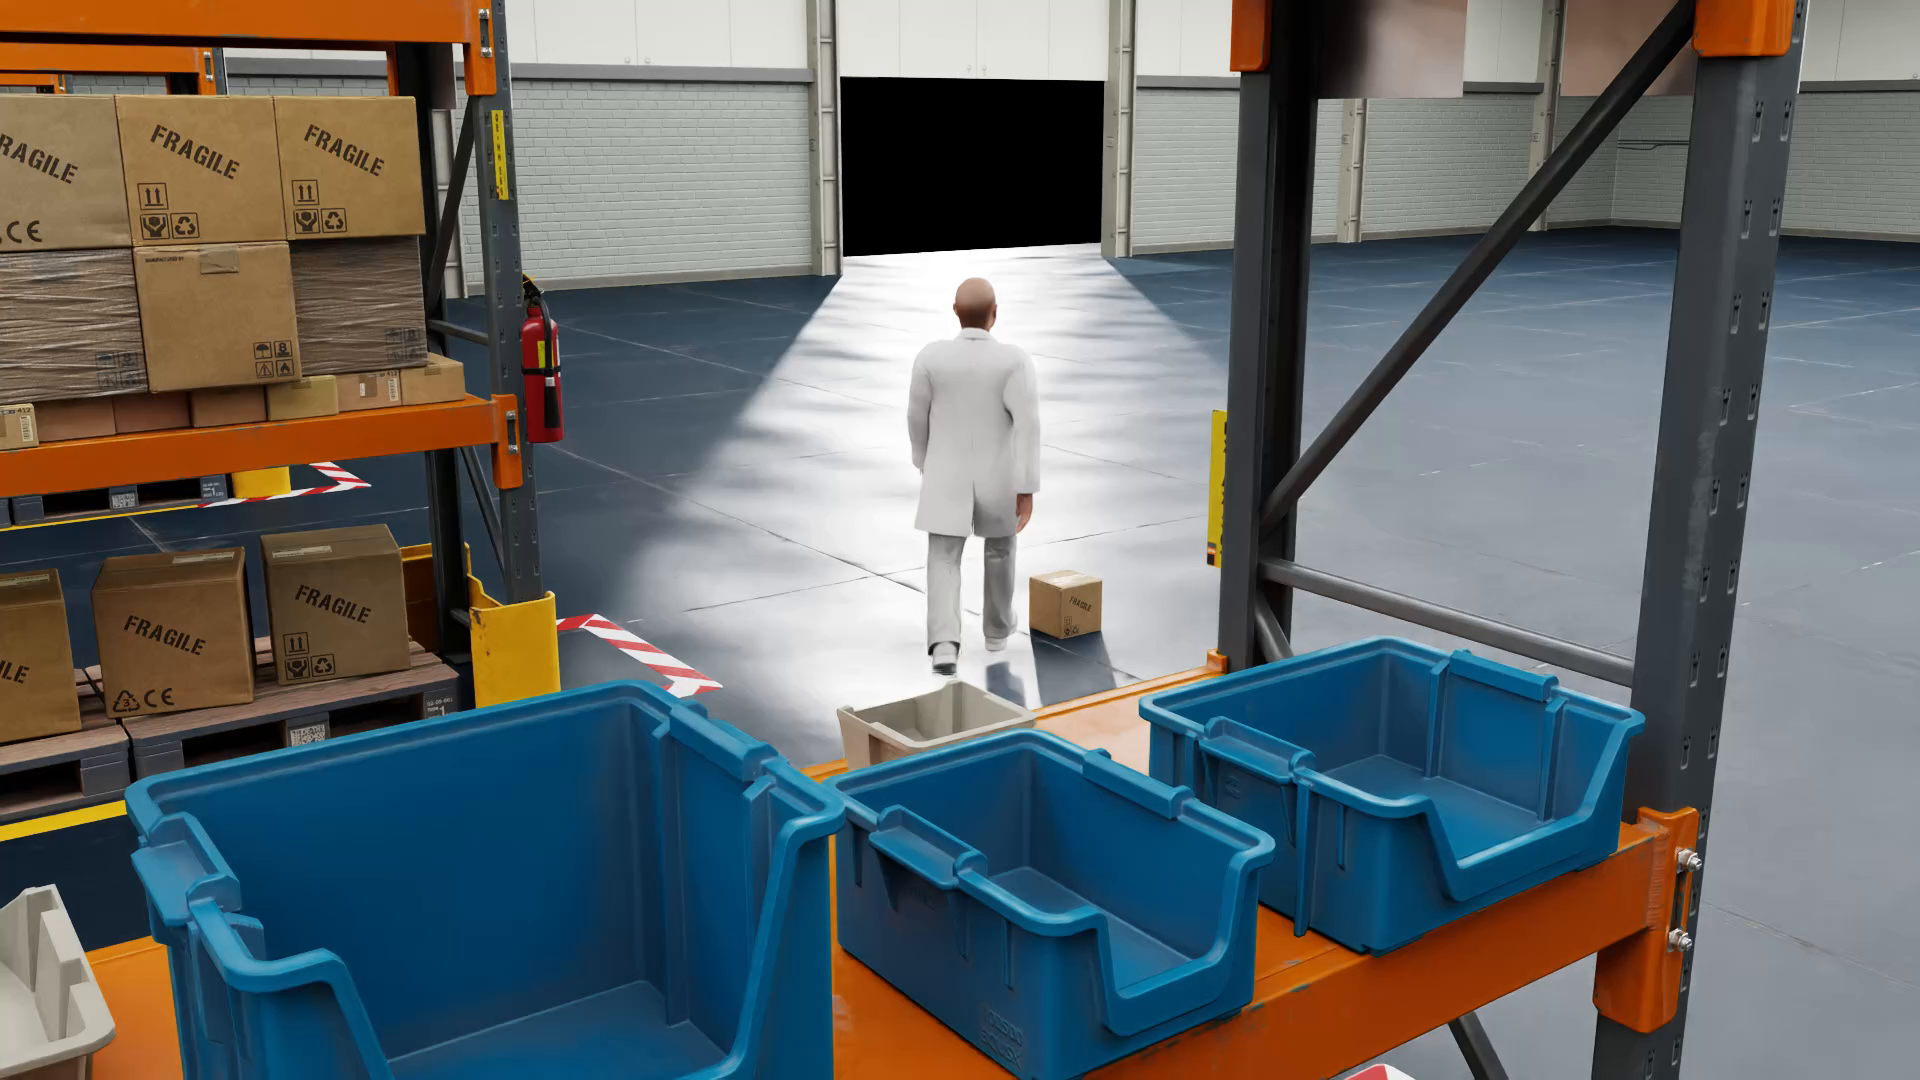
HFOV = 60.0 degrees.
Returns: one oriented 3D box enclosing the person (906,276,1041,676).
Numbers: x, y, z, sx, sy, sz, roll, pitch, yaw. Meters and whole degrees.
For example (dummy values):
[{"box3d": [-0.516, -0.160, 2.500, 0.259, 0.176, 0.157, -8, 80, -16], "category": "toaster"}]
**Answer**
[{"box3d": [0.059, -0.229, 7.193, 0.578, 1.625, 1.109, 1, 14, 2], "category": "person"}]
